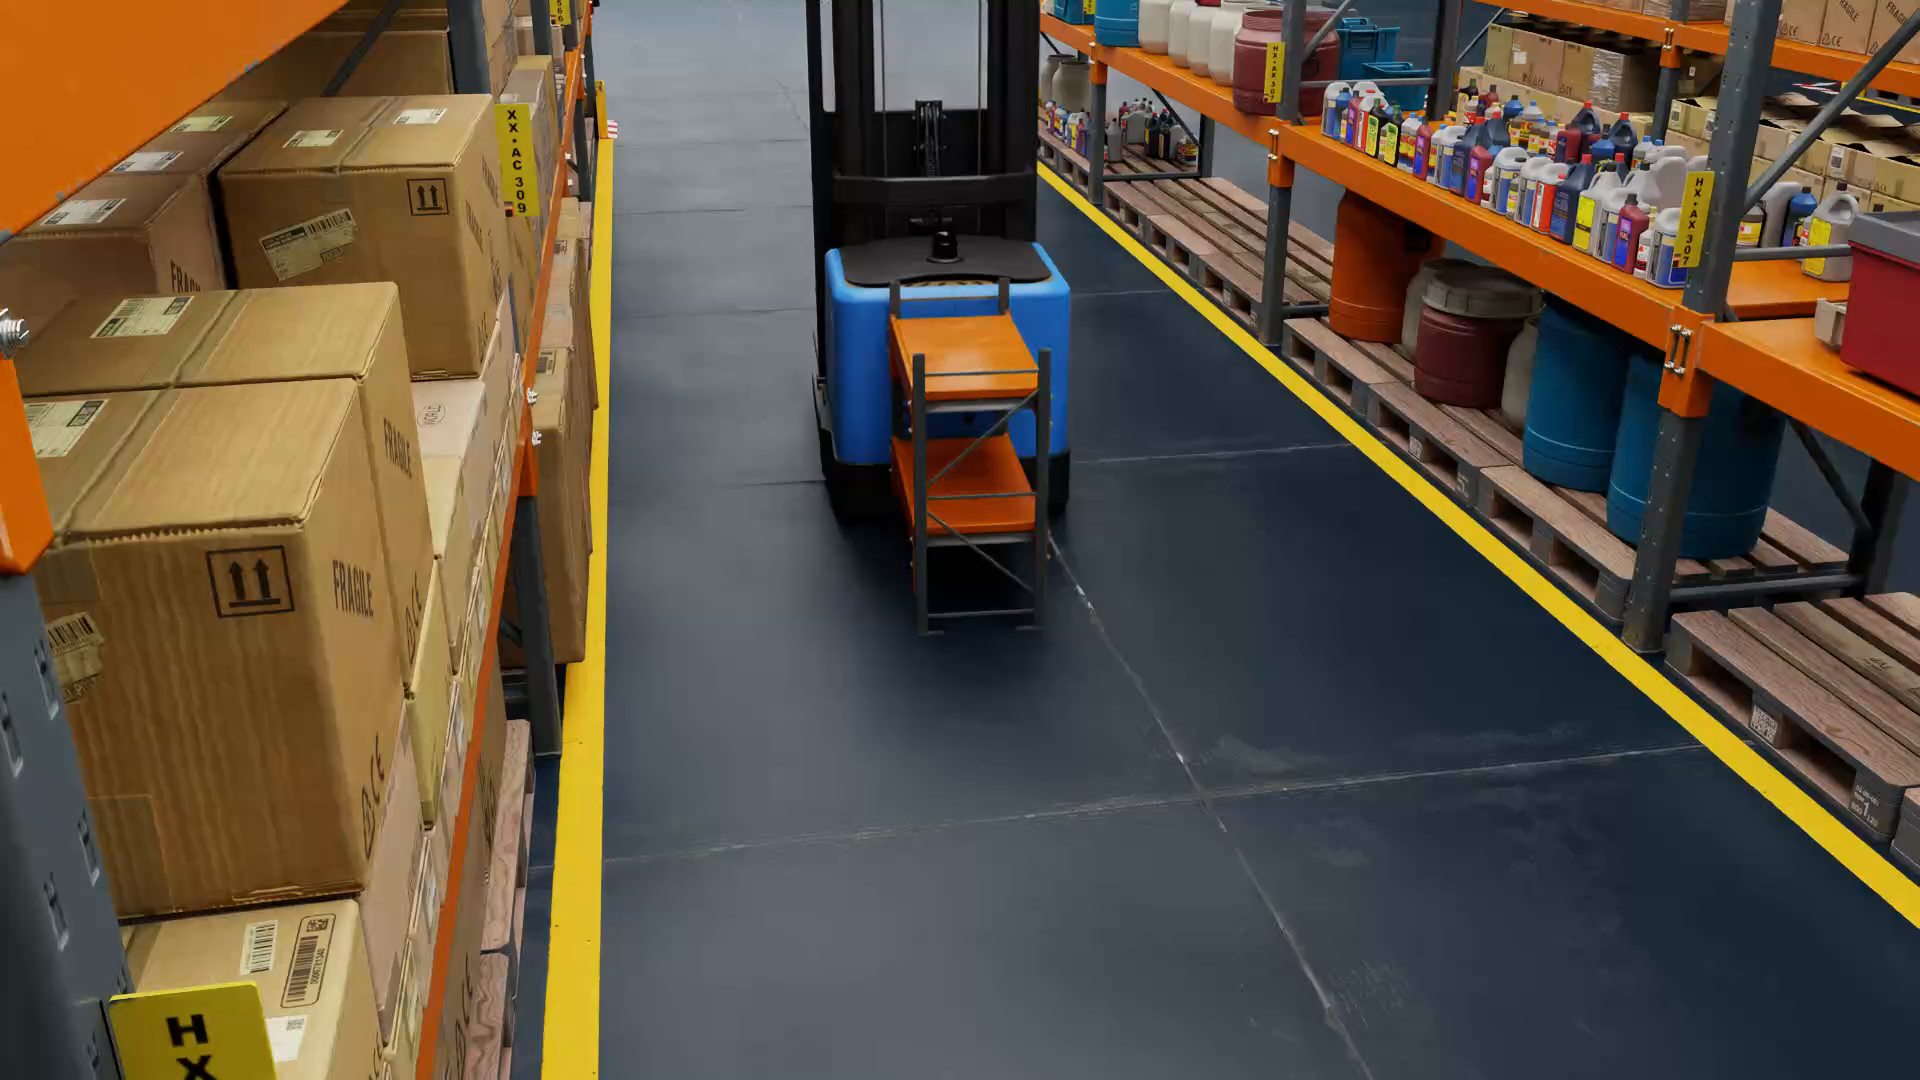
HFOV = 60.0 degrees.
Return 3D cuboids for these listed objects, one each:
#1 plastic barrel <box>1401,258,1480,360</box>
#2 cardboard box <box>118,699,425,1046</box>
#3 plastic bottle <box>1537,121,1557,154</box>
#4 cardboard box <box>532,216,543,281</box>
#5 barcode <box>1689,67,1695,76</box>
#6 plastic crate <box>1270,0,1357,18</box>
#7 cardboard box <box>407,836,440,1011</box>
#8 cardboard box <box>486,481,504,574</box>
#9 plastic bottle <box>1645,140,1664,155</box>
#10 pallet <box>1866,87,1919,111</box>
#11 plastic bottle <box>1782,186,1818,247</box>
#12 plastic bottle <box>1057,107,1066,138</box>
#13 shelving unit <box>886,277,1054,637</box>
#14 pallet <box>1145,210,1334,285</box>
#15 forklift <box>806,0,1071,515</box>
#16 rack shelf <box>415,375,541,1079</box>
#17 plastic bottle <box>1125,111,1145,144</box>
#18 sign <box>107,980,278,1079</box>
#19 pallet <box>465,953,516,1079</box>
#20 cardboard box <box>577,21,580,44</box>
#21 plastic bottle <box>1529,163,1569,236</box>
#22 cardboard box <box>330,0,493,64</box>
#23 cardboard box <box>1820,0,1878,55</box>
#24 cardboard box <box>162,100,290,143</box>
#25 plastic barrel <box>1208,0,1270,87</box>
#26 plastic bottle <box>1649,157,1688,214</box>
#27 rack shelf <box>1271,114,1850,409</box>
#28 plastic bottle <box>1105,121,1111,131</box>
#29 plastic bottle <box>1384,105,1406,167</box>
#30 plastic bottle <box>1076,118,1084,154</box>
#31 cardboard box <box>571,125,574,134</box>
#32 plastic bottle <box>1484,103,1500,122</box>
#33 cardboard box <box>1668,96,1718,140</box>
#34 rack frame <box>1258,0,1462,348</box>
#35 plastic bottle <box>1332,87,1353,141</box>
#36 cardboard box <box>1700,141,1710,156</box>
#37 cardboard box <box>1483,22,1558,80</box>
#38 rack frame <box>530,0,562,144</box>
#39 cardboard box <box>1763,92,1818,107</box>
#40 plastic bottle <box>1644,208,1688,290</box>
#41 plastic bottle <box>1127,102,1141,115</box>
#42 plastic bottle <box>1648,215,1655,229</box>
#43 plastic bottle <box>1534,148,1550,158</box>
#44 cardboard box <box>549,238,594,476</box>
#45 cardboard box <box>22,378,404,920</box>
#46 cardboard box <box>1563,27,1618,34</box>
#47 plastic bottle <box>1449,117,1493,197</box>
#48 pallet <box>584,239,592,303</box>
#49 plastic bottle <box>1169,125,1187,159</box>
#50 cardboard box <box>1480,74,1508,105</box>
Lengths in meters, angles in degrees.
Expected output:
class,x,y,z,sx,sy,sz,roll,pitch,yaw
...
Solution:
class,x,y,z,sx,sy,sz,roll,pitch,yaw
plastic barrel,2.588,-1.218,8.875,0.421,0.512,0.421,0,24,0
cardboard box,-1.026,0.460,2.264,0.500,0.250,0.500,-5,24,-10
plastic bottle,2.937,-1.987,8.299,0.097,0.201,0.097,0,24,0
cardboard box,-1.864,-1.272,6.291,0.500,0.500,0.500,-5,24,-11
barcode,6.056,-3.876,13.750,0.001,0.075,0.075,-4,24,-10
plastic crate,2.291,-3.260,10.887,0.402,0.464,0.583,-4,24,-10
cardboard box,-0.987,0.588,2.470,0.380,0.149,0.250,-5,24,-11
cardboard box,-1.270,-0.017,3.855,0.380,0.149,0.250,-4,24,-9
plastic bottle,3.109,-1.653,7.449,0.097,0.271,0.097,0,24,0
pallet,10.675,-4.822,18.028,1.003,0.211,1.213,-4,24,-10
plastic bottle,3.298,-1.251,6.527,0.097,0.271,0.097,0,24,0
plastic bottle,0.920,-3.760,14.971,0.097,0.271,0.097,0,24,0
shelving unit,0.018,-0.363,6.676,0.538,1.125,1.048,-3,24,-6
pallet,1.961,-2.081,11.751,1.003,0.211,1.213,-4,24,-10
forklift,-0.201,-2.008,8.186,1.130,2.935,3.031,-3,24,-6
rack shelf,-1.469,0.484,3.293,1.077,0.370,4.000,-4,24,-10
plastic bottle,1.553,-3.668,14.754,0.152,0.276,0.135,-4,24,-10
sign,-0.553,0.469,1.248,0.100,0.325,0.005,-4,24,-10
pallet,-1.546,1.431,3.710,1.003,0.211,1.213,-4,24,-10
cardboard box,-3.096,-3.870,12.678,0.380,0.149,0.250,-4,24,-10
plastic bottle,2.477,-1.415,6.898,0.152,0.276,0.135,-4,24,-10
cardboard box,-2.081,-1.659,5.924,0.797,0.503,0.637,-4,24,-9
cardboard box,6.734,-3.849,12.191,0.500,0.500,0.500,-4,24,-10
cardboard box,-2.002,-0.836,4.296,0.500,0.500,0.500,-4,24,-10
plastic barrel,1.811,-3.178,10.640,0.421,0.512,0.421,0,24,0
plastic bottle,2.997,-1.505,7.104,0.152,0.276,0.135,-4,24,-10
rack shelf,2.659,-1.456,7.735,1.077,0.370,4.000,-4,24,-10
plastic bottle,1.252,-3.428,14.203,0.152,0.276,0.135,-4,24,-10
plastic bottle,2.159,-1.996,8.218,0.061,0.283,0.133,-4,24,-10
plastic bottle,1.040,-3.471,14.294,0.061,0.283,0.133,-3,24,-6
cardboard box,-3.815,-3.920,15.076,0.500,0.500,0.500,2,24,4
plastic bottle,2.829,-2.216,8.825,0.097,0.201,0.097,0,24,0
cardboard box,6.249,-3.519,13.770,0.500,0.311,0.500,-4,24,-10
rack frame,2.289,-2.572,9.392,1.000,3.000,0.127,-4,24,-10
plastic bottle,2.046,-2.272,8.864,0.097,0.271,0.097,0,24,0
cardboard box,6.342,-3.065,13.431,0.500,0.250,0.500,-4,24,-8
cardboard box,5.653,-4.936,16.779,0.500,0.500,0.500,-4,24,-10
rack frame,-2.579,-2.206,8.553,1.000,3.000,0.127,-4,24,-10
cardboard box,6.774,-3.562,13.869,0.500,0.311,0.500,-4,24,-10
plastic bottle,2.638,-1.073,6.115,0.152,0.276,0.135,-4,24,-10
plastic bottle,1.600,-3.881,15.243,0.152,0.276,0.135,-4,24,-9
plastic bottle,2.625,-1.140,6.360,0.097,0.201,0.097,0,24,0
plastic bottle,2.528,-1.574,7.267,0.097,0.271,0.097,0,24,0
cardboard box,-2.314,-0.800,7.465,1.225,0.875,0.875,-4,24,-10
cardboard box,-1.015,0.124,2.097,0.500,0.500,0.500,-5,24,-11
cardboard box,6.269,-4.779,16.419,0.500,0.500,0.500,-4,24,-10
plastic bottle,2.333,-1.747,7.564,0.144,0.351,0.185,-4,24,-10
pallet,-2.944,-1.714,10.912,1.003,0.211,1.213,-4,24,-10
plastic bottle,1.834,-3.382,14.100,0.152,0.276,0.135,-3,24,-8
cardboard box,5.655,-4.593,16.929,0.500,0.250,0.500,-4,24,-10
